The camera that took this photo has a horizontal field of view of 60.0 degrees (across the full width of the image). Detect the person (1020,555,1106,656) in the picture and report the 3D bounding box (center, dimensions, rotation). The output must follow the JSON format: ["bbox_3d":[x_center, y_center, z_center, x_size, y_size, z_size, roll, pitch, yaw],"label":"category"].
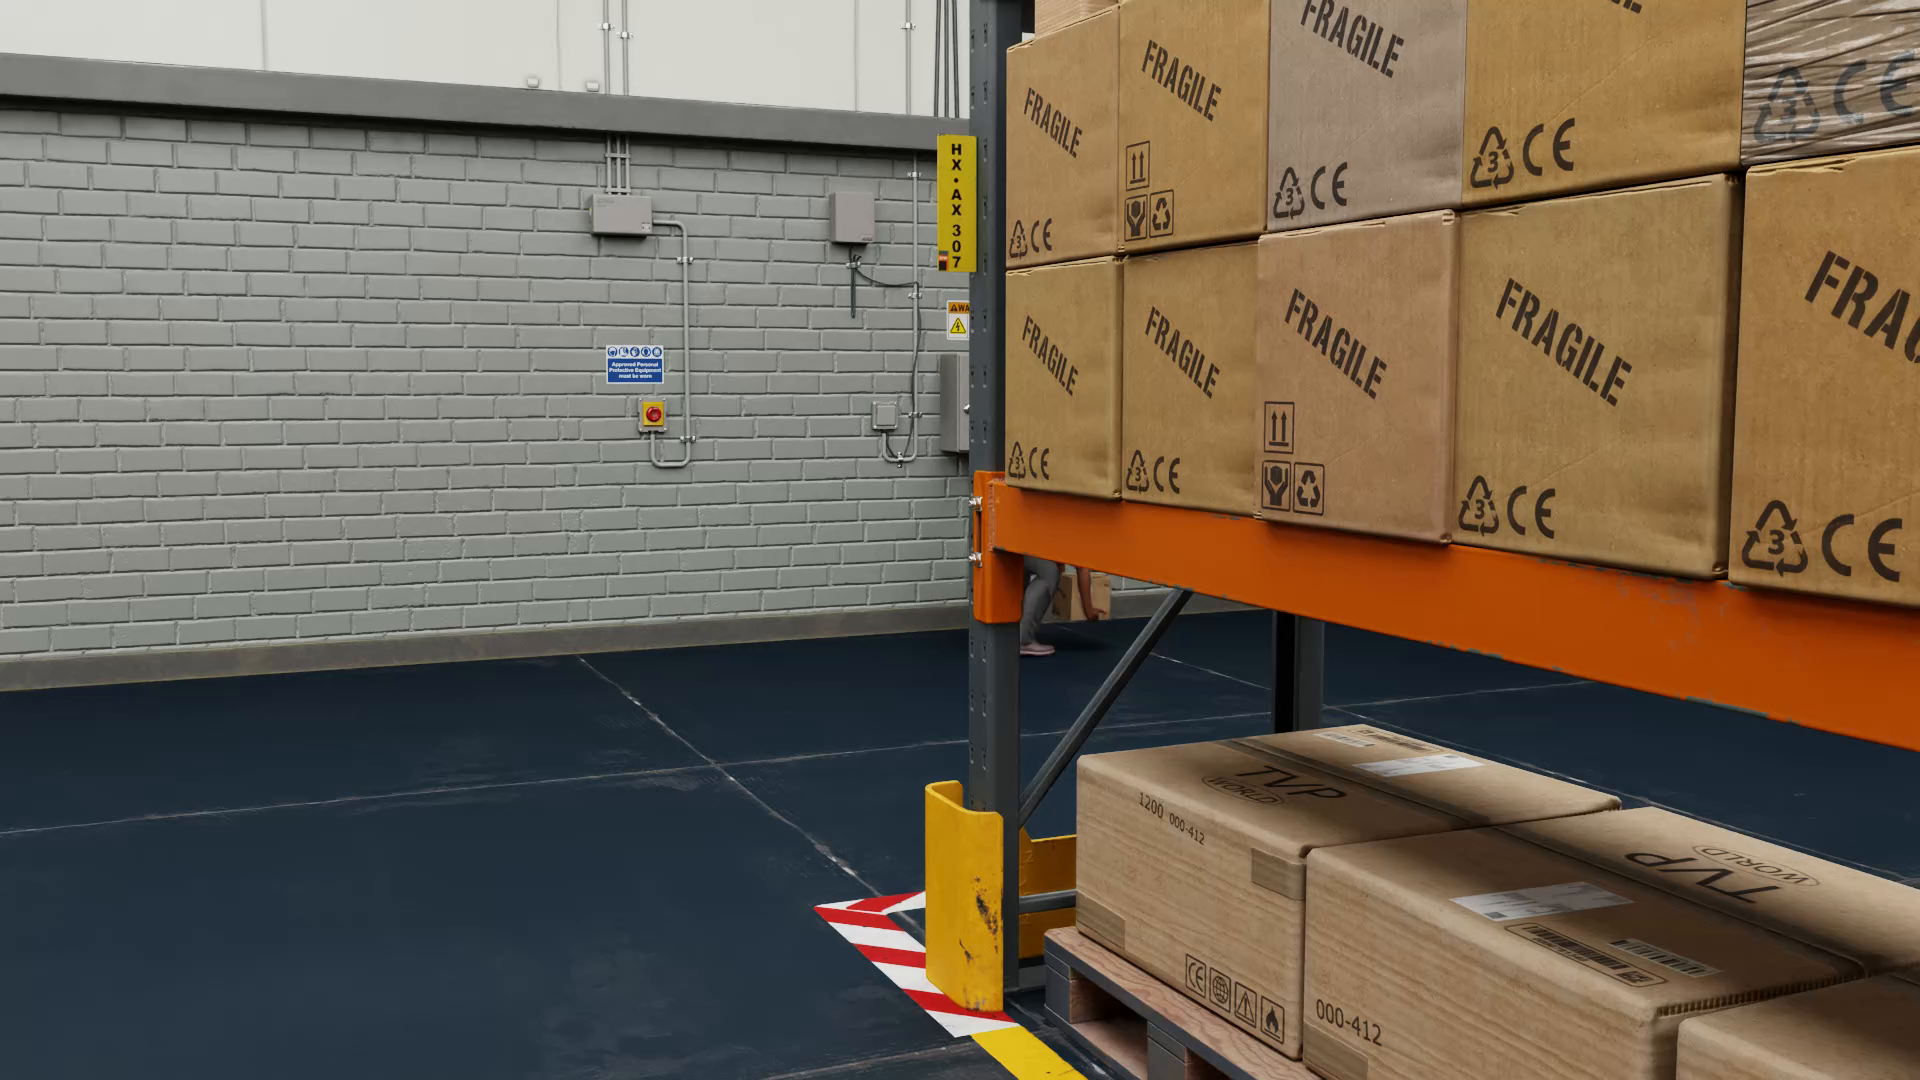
[{"bbox_3d":[0.480,0.166,9.492,0.876,0.955,0.427,-3,6,-26],"label":"person"}]
